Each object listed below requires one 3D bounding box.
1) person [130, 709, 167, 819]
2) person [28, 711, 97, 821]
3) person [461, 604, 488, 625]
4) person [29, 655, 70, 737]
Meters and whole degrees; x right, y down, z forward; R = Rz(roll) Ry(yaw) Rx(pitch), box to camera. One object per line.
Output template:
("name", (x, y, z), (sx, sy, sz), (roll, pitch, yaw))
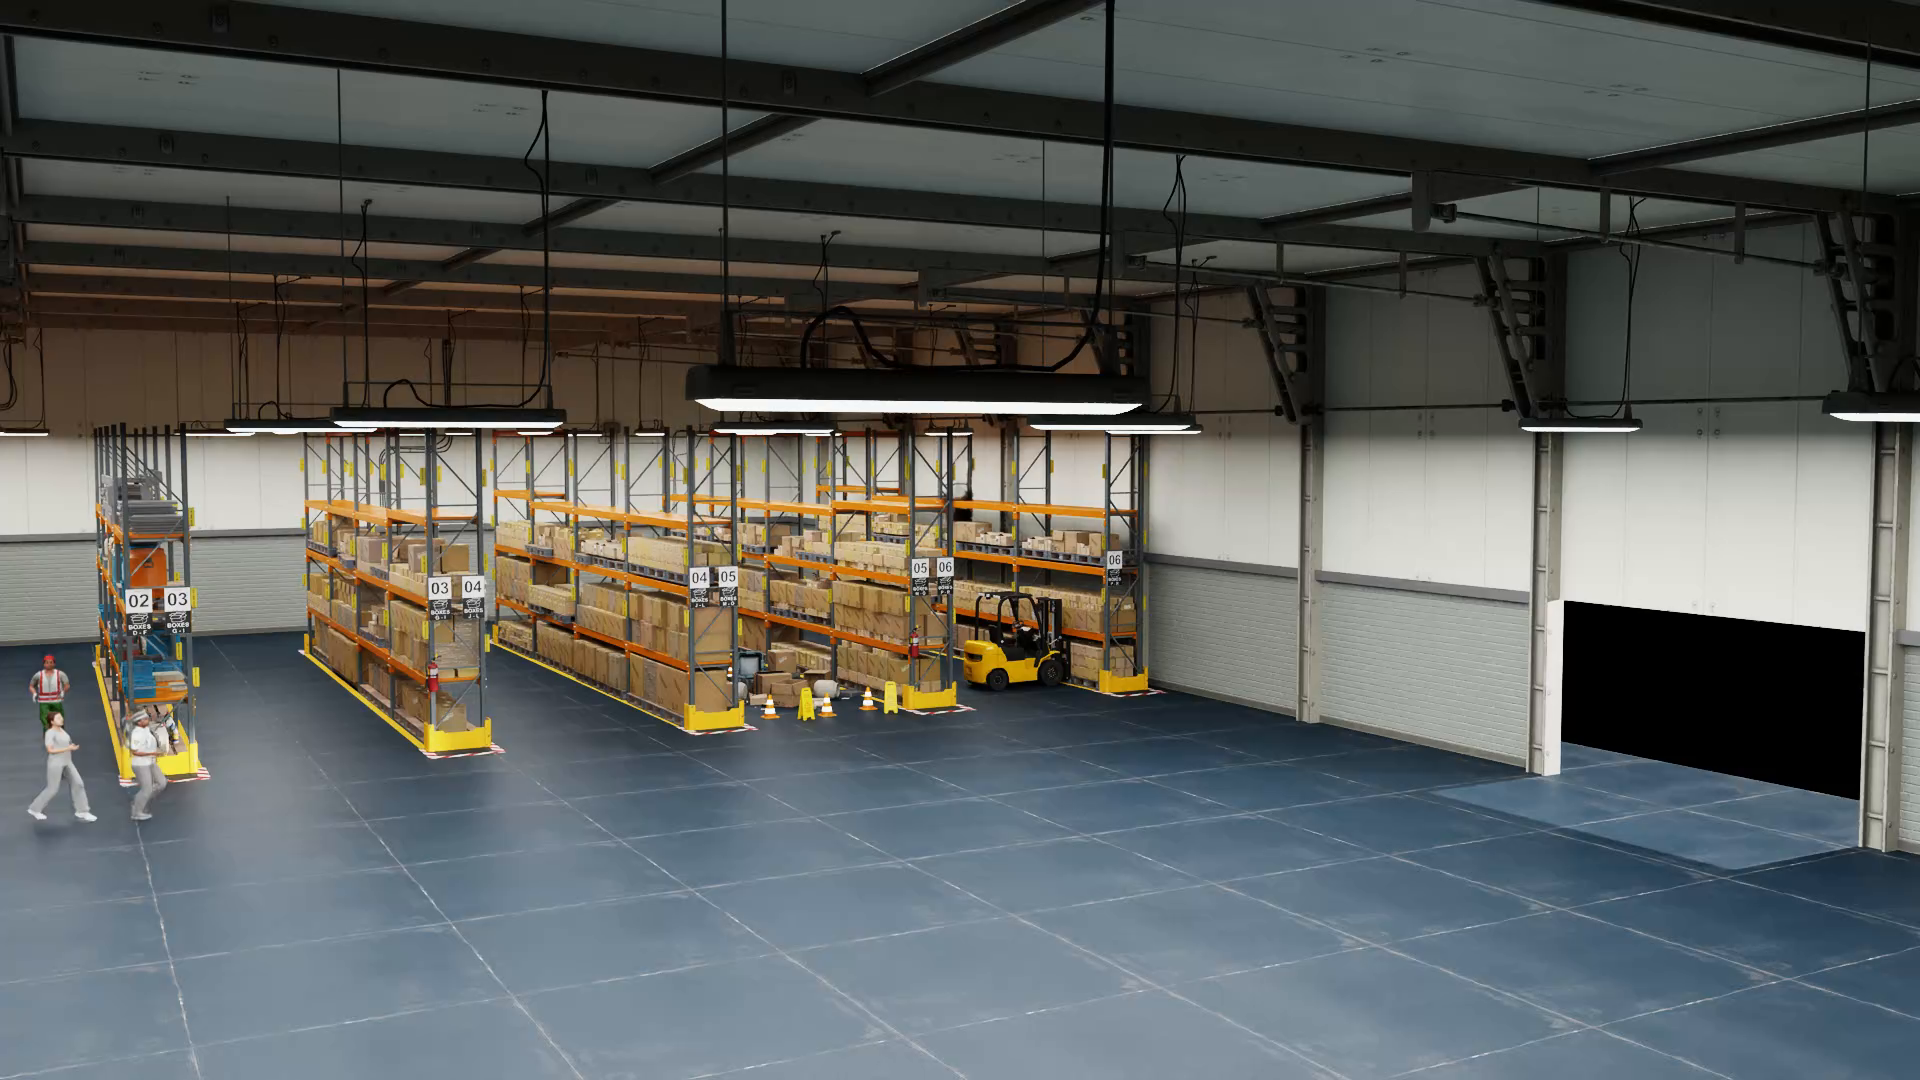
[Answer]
("person", (-12.196, 3.364, 25.018), (0.549, 1.654, 0.565), (0, 3, -3))
("person", (-13.432, 3.375, 24.842), (0.965, 1.668, 0.572), (0, 3, 4))
("person", (-12.660, 2.234, 43.292), (0.741, 1.749, 0.643), (-1, 4, -19))
("person", (-16.800, 2.993, 30.686), (0.650, 1.742, 0.709), (-2, 4, -30))
